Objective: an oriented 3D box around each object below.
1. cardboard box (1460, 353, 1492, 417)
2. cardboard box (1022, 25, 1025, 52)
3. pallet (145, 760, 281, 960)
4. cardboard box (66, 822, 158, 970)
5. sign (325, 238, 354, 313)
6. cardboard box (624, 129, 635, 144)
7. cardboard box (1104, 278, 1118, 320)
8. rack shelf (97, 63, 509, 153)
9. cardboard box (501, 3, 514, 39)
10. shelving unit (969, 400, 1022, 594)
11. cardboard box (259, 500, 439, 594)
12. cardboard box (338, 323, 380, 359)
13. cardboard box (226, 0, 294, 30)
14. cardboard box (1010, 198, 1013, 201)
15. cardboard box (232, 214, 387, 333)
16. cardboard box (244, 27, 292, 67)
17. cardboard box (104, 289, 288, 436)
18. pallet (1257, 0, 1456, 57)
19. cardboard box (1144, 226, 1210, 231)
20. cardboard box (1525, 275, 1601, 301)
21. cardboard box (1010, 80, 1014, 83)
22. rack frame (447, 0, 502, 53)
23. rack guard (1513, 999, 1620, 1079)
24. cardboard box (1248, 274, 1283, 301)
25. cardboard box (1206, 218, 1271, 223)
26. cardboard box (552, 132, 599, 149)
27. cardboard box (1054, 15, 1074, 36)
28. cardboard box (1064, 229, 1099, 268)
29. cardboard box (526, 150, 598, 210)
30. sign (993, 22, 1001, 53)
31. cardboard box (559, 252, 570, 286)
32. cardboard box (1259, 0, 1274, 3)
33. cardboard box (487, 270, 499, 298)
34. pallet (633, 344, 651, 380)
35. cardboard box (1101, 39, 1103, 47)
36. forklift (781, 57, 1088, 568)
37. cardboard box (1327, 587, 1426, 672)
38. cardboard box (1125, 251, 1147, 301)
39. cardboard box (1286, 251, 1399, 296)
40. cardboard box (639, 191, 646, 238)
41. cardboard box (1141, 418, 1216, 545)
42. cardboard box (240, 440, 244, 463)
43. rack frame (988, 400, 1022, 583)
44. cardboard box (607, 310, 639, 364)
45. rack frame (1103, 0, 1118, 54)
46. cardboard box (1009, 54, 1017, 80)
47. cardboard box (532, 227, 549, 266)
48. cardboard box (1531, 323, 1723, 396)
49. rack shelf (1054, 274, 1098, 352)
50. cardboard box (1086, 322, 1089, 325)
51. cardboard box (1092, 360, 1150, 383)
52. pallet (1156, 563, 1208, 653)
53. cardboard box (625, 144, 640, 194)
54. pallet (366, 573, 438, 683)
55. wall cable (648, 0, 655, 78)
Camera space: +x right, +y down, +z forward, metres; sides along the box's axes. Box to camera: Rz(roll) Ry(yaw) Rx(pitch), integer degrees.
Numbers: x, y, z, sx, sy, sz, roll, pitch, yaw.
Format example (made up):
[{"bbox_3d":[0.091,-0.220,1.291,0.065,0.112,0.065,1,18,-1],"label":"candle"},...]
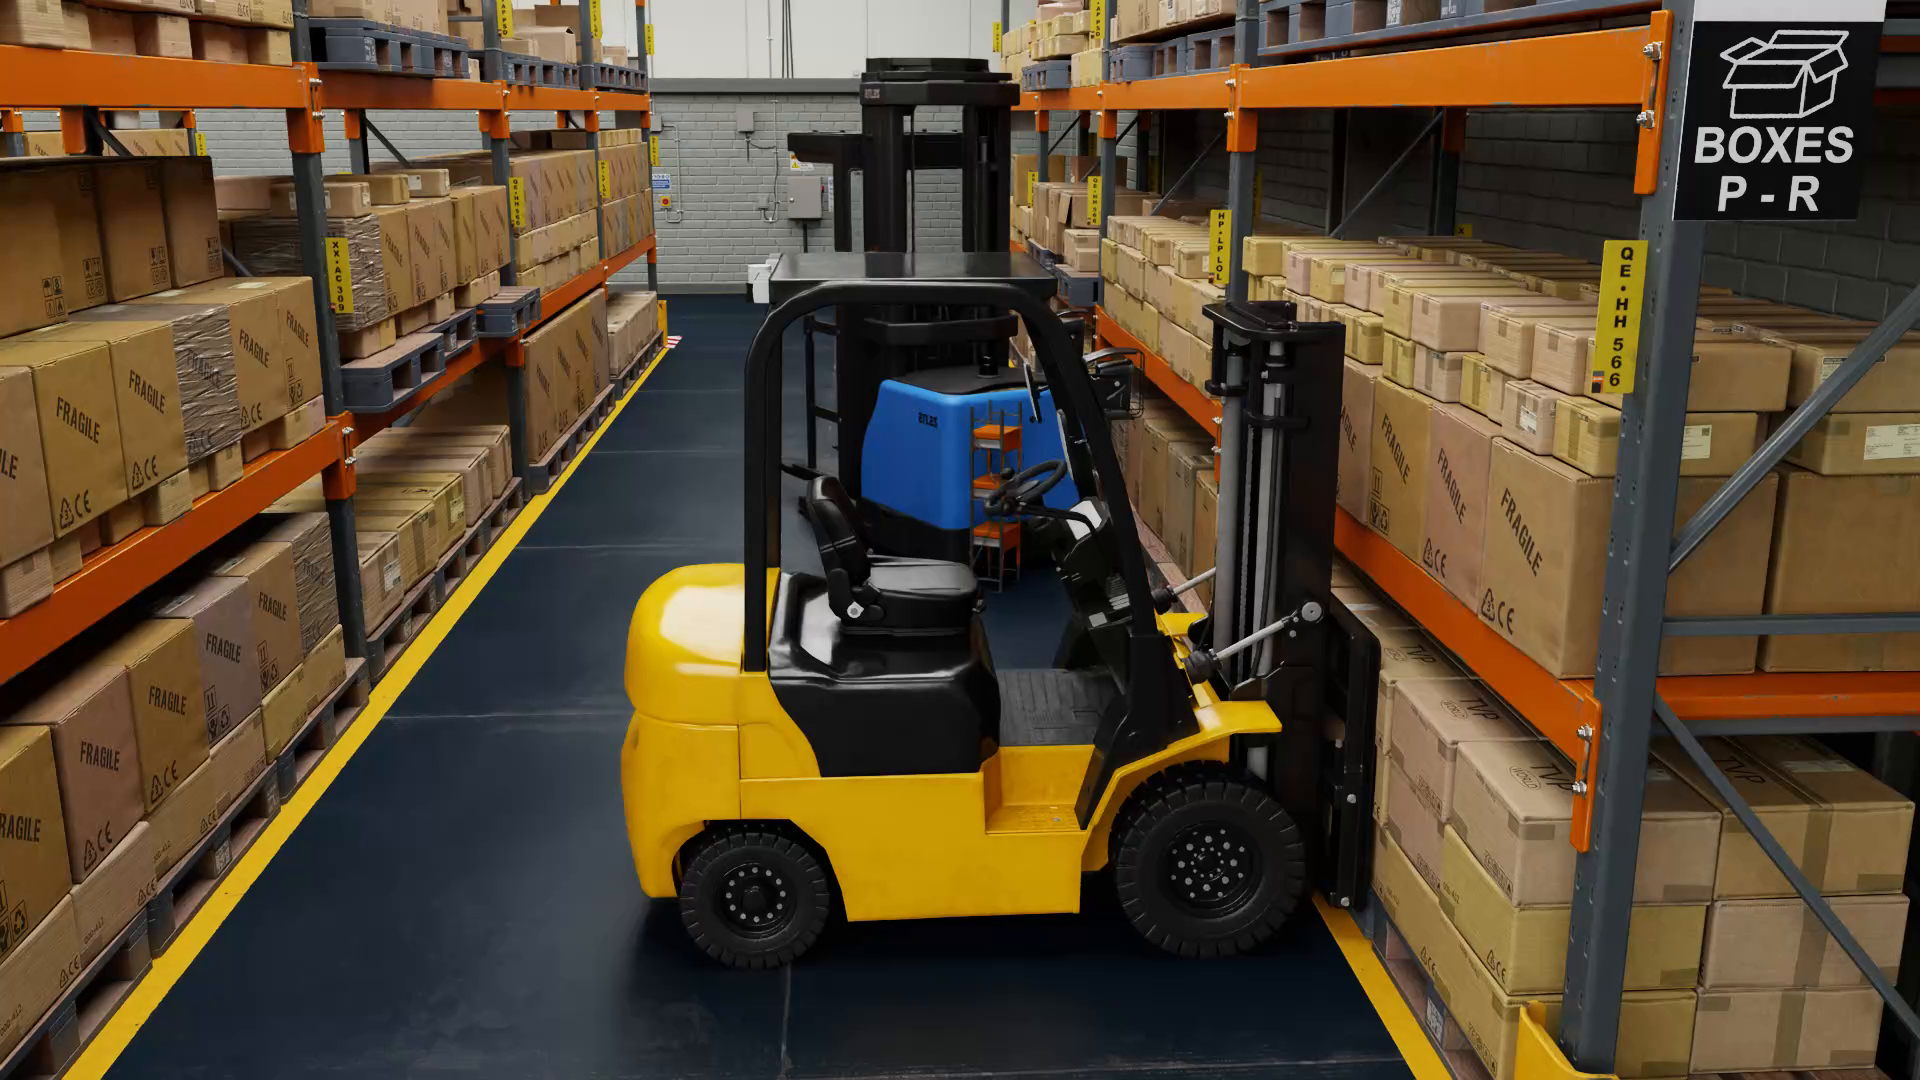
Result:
[{"bbox_3d":[1.648,-0.439,4.711,0.380,0.149,0.250,-1,14,-4],"label":"cardboard box"},{"bbox_3d":[0.876,-4.929,16.345,0.500,0.250,0.500,-1,14,-2],"label":"cardboard box"},{"bbox_3d":[-3.092,1.099,5.830,1.003,0.211,1.213,-1,14,-3],"label":"pallet"},{"bbox_3d":[-2.798,1.070,5.025,0.500,0.250,0.500,0,14,-1],"label":"cardboard box"},{"bbox_3d":[-2.707,-1.151,7.243,0.100,0.325,0.005,-1,14,-3],"label":"sign"},{"bbox_3d":[-3.655,-4.278,17.623,0.380,0.149,0.250,-1,14,-2],"label":"cardboard box"},{"bbox_3d":[1.242,-1.607,11.054,0.500,0.250,0.500,-1,14,-3],"label":"cardboard box"},{"bbox_3d":[-3.372,-2.323,8.960,1.077,0.370,4.000,-1,14,-3],"label":"rack shelf"},{"bbox_3d":[-3.978,-4.192,13.736,0.500,0.500,0.500,-1,14,-4],"label":"cardboard box"},{"bbox_3d":[0.200,-0.245,9.372,0.215,1.050,0.252,7,16,25],"label":"shelving unit"},{"bbox_3d":[-3.331,0.038,8.788,0.950,0.372,0.625,0,14,0],"label":"cardboard box"},{"bbox_3d":[-2.967,-0.946,7.843,0.380,0.149,0.250,-1,14,-3],"label":"cardboard box"},{"bbox_3d":[-2.951,-2.140,6.507,0.500,0.250,0.500,-1,14,-4],"label":"cardboard box"},{"bbox_3d":[0.753,-3.613,18.251,0.500,0.250,0.500,-1,14,-3],"label":"cardboard box"},{"bbox_3d":[-2.991,-1.238,7.680,0.500,0.500,0.500,-1,14,-2],"label":"cardboard box"},{"bbox_3d":[-2.923,-1.979,6.682,0.380,0.149,0.250,-1,14,-3],"label":"cardboard box"},{"bbox_3d":[-2.933,-0.679,6.350,0.500,0.500,0.500,0,14,-2],"label":"cardboard box"},{"bbox_3d":[1.785,-1.997,6.427,1.003,0.211,1.213,-1,14,-3],"label":"pallet"},{"bbox_3d":[1.318,-1.816,10.062,0.380,0.149,0.250,-1,14,-3],"label":"cardboard box"},{"bbox_3d":[2.079,-0.783,5.450,0.380,0.149,0.250,-1,14,-3],"label":"cardboard box"},{"bbox_3d":[0.728,-4.774,17.547,0.380,0.149,0.250,-1,14,-4],"label":"cardboard box"},{"bbox_3d":[-3.496,-4.622,10.430,1.000,3.000,0.127,-1,14,-3],"label":"rack frame"},{"bbox_3d":[1.956,1.412,4.034,1.175,0.500,0.348,-1,14,-3],"label":"rack guard"},{"bbox_3d":[1.463,-1.078,7.195,0.380,0.149,0.250,-1,14,-4],"label":"cardboard box"},{"bbox_3d":[1.808,-2.015,10.837,0.380,0.149,0.250,-1,14,-2],"label":"cardboard box"},{"bbox_3d":[-3.504,-3.641,15.147,0.380,0.149,0.250,-1,14,-4],"label":"cardboard box"},{"bbox_3d":[0.945,-4.053,13.101,0.380,0.149,0.250,-1,14,-3],"label":"cardboard box"},{"bbox_3d":[1.070,-2.182,12.446,0.500,0.250,0.500,-2,15,-6],"label":"cardboard box"},{"bbox_3d":[-3.465,-3.137,14.490,0.500,0.500,0.500,0,14,-2],"label":"cardboard box"},{"bbox_3d":[0.421,-5.651,18.696,0.100,0.325,0.005,-1,14,-3],"label":"sign"},{"bbox_3d":[-3.385,-2.150,13.164,0.500,0.250,0.500,-1,14,-3],"label":"cardboard box"},{"bbox_3d":[1.431,-2.266,6.753,0.380,0.149,0.250,-1,14,-2],"label":"cardboard box"},{"bbox_3d":[-3.091,-1.593,10.358,0.380,0.149,0.250,-1,14,-4],"label":"cardboard box"},{"bbox_3d":[-3.791,-1.855,17.313,1.003,0.211,1.213,-1,14,-3],"label":"pallet"},{"bbox_3d":[1.200,-3.516,11.654,0.380,0.149,0.250,-1,14,-5],"label":"cardboard box"},{"bbox_3d":[-0.411,-1.555,10.687,1.130,2.935,3.031,-9,17,-30],"label":"forklift"},{"bbox_3d":[1.512,0.352,5.809,0.500,0.250,0.500,-1,14,-5],"label":"cardboard box"},{"bbox_3d":[1.286,-1.594,10.001,0.500,0.250,0.500,-1,14,-5],"label":"cardboard box"},{"bbox_3d":[1.474,-1.029,6.408,0.380,0.149,0.250,-1,14,-2],"label":"cardboard box"},{"bbox_3d":[-3.681,-3.513,17.961,0.500,0.500,0.500,-1,14,-5],"label":"cardboard box"},{"bbox_3d":[1.574,-0.362,9.837,0.875,0.625,0.625,-1,15,-6],"label":"cardboard box"},{"bbox_3d":[-2.961,-0.335,6.311,0.380,0.149,0.250,-1,14,-4],"label":"cardboard box"},{"bbox_3d":[0.254,-0.273,9.479,0.200,1.050,0.008,7,16,25],"label":"rack frame"},{"bbox_3d":[-3.731,-2.054,16.790,0.875,0.438,0.875,-1,14,-5],"label":"cardboard box"},{"bbox_3d":[1.458,-4.699,10.731,1.000,3.000,0.127,-1,14,-3],"label":"rack frame"},{"bbox_3d":[0.789,-4.940,17.389,0.500,0.250,0.500,-1,14,-5],"label":"cardboard box"},{"bbox_3d":[-3.311,-2.144,12.138,0.500,0.250,0.500,-1,14,-2],"label":"cardboard box"},{"bbox_3d":[1.675,-0.458,4.186,0.380,0.149,0.250,-1,14,-3],"label":"cardboard box"},{"bbox_3d":[1.334,-1.943,13.502,1.077,0.370,4.000,-1,14,-3],"label":"rack shelf"},{"bbox_3d":[1.119,-1.803,14.386,0.380,0.149,0.250,-1,14,-4],"label":"cardboard box"},{"bbox_3d":[1.175,-1.220,12.119,0.380,0.149,0.250,-2,15,-6],"label":"cardboard box"},{"bbox_3d":[1.622,0.369,8.670,1.003,0.211,1.213,-1,14,-3],"label":"pallet"},{"bbox_3d":[-3.635,-3.870,17.340,0.500,0.500,0.500,-1,14,-4],"label":"cardboard box"},{"bbox_3d":[-3.297,0.435,8.411,1.003,0.211,1.213,-1,14,-3],"label":"pallet"},{"bbox_3d":[-4.625,-8.022,23.644,0.463,3.000,0.029,-1,14,-3],"label":"wall cable"}]
